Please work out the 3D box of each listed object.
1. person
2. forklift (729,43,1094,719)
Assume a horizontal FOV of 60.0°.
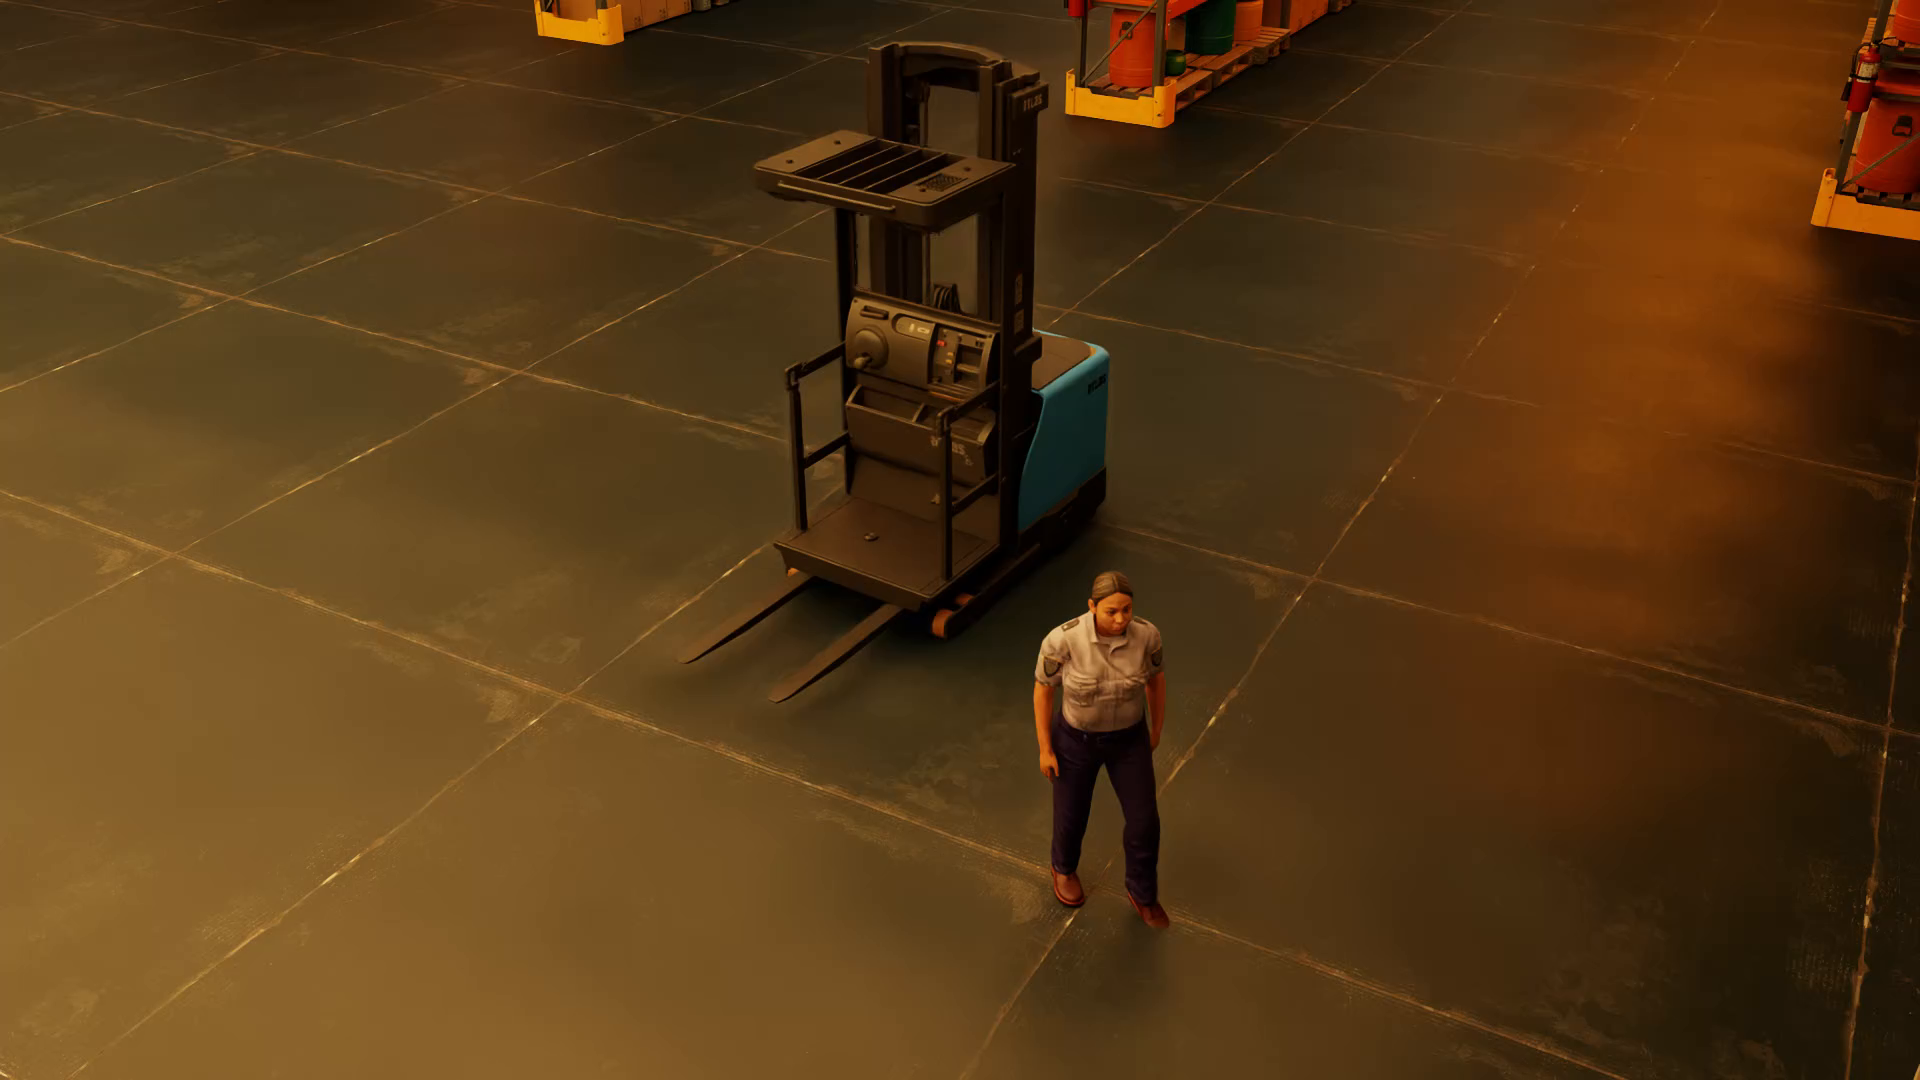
[{"bbox_3d":[0.589,0.879,6.864,0.555,1.676,0.457,-4,30,-7],"label":"person"},{"bbox_3d":[-0.241,-0.973,8.756,1.130,2.935,3.031,12,32,20],"label":"forklift"}]
